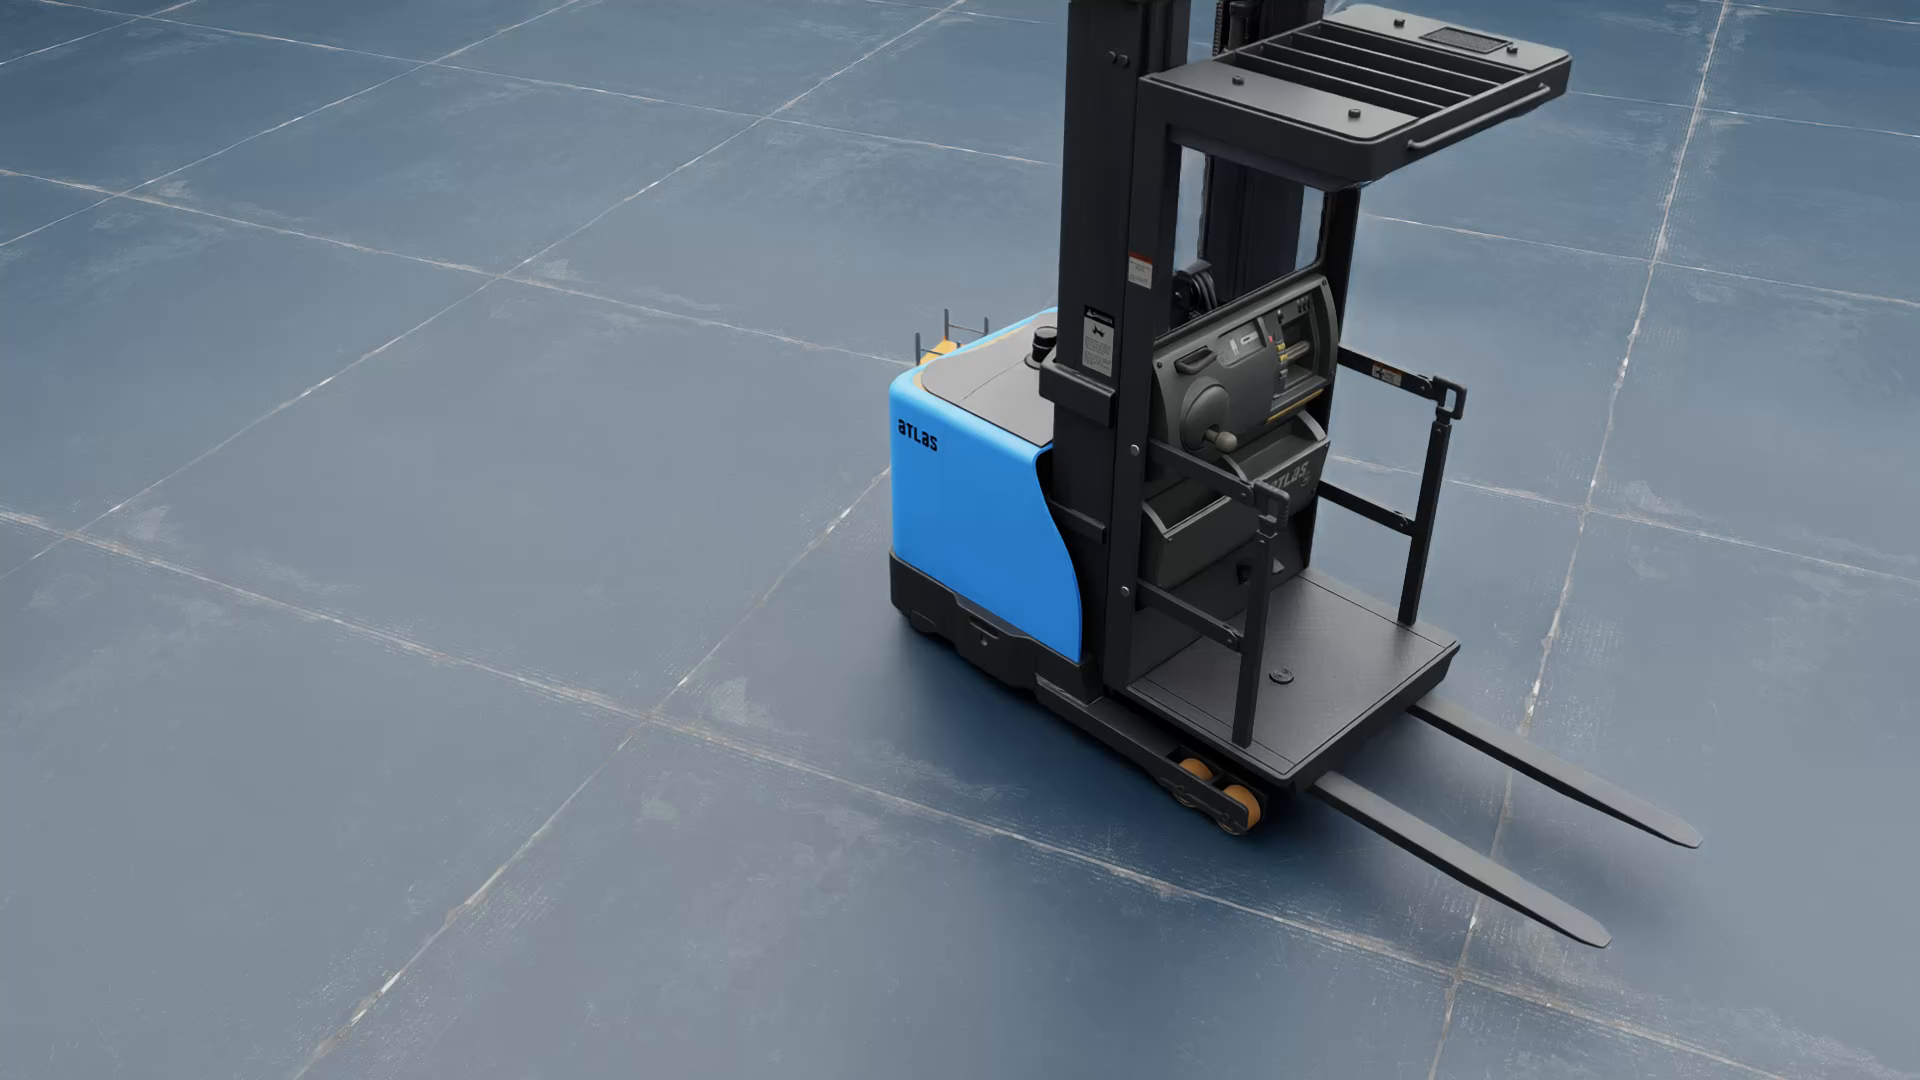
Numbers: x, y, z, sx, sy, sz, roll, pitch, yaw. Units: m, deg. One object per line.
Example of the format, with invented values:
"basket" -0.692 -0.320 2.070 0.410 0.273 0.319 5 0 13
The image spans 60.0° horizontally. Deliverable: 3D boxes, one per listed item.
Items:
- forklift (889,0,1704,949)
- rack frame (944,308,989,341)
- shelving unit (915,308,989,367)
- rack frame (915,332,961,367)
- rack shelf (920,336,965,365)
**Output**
"forklift" 1.107 -0.538 5.397 1.130 2.935 3.031 -28 43 -36
"rack frame" 0.026 -0.480 7.024 0.200 1.050 0.008 16 36 23
"shelving unit" -0.030 -0.420 6.934 0.215 1.050 0.252 16 36 23
"rack frame" -0.087 -0.361 6.843 0.200 1.050 0.008 16 36 23
"rack shelf" -0.030 -0.649 6.784 0.215 0.259 0.240 16 36 23
